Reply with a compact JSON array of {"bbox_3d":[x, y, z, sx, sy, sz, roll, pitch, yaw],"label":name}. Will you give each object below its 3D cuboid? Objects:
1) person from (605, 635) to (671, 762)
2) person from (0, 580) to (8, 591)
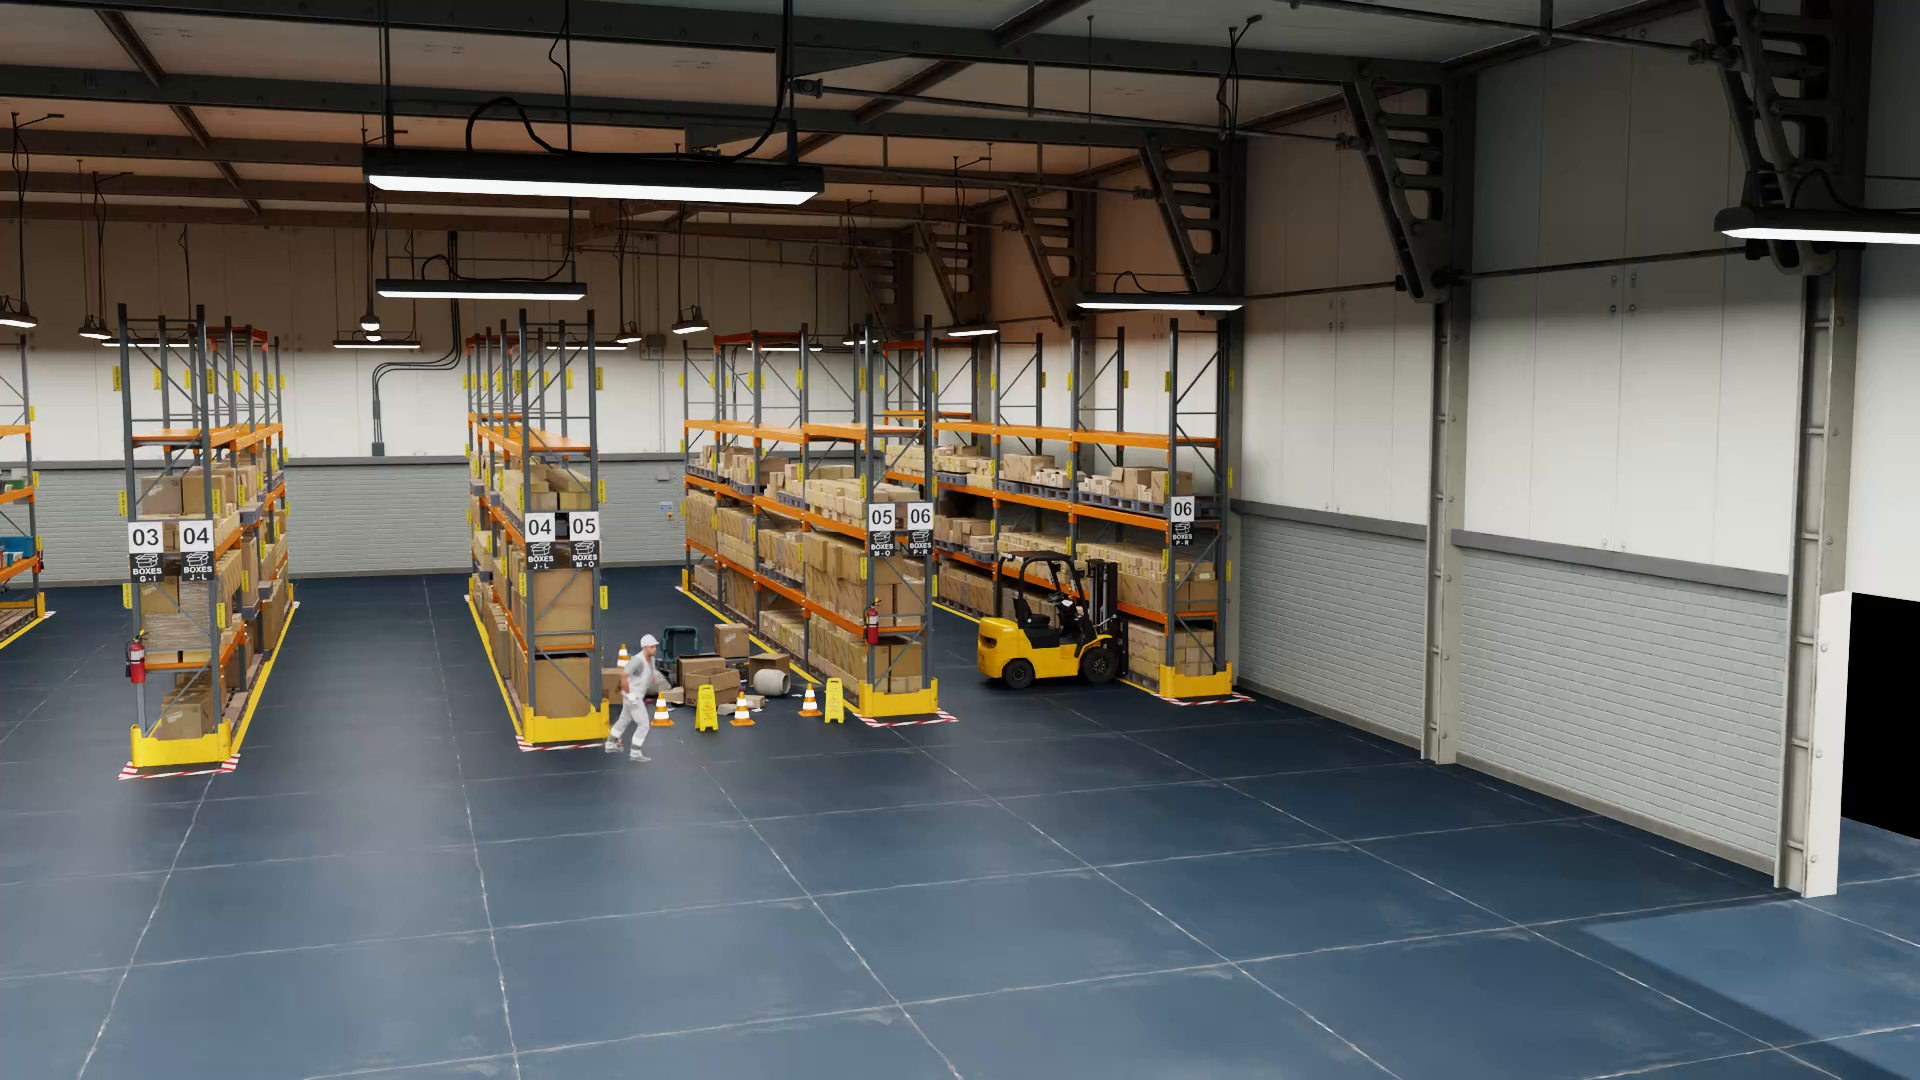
[{"bbox_3d":[-4.293,2.080,22.017,0.926,1.703,0.697,0,5,1],"label":"person"},{"bbox_3d":[-21.402,0.652,36.824,0.568,1.724,0.700,0,5,0],"label":"person"}]
